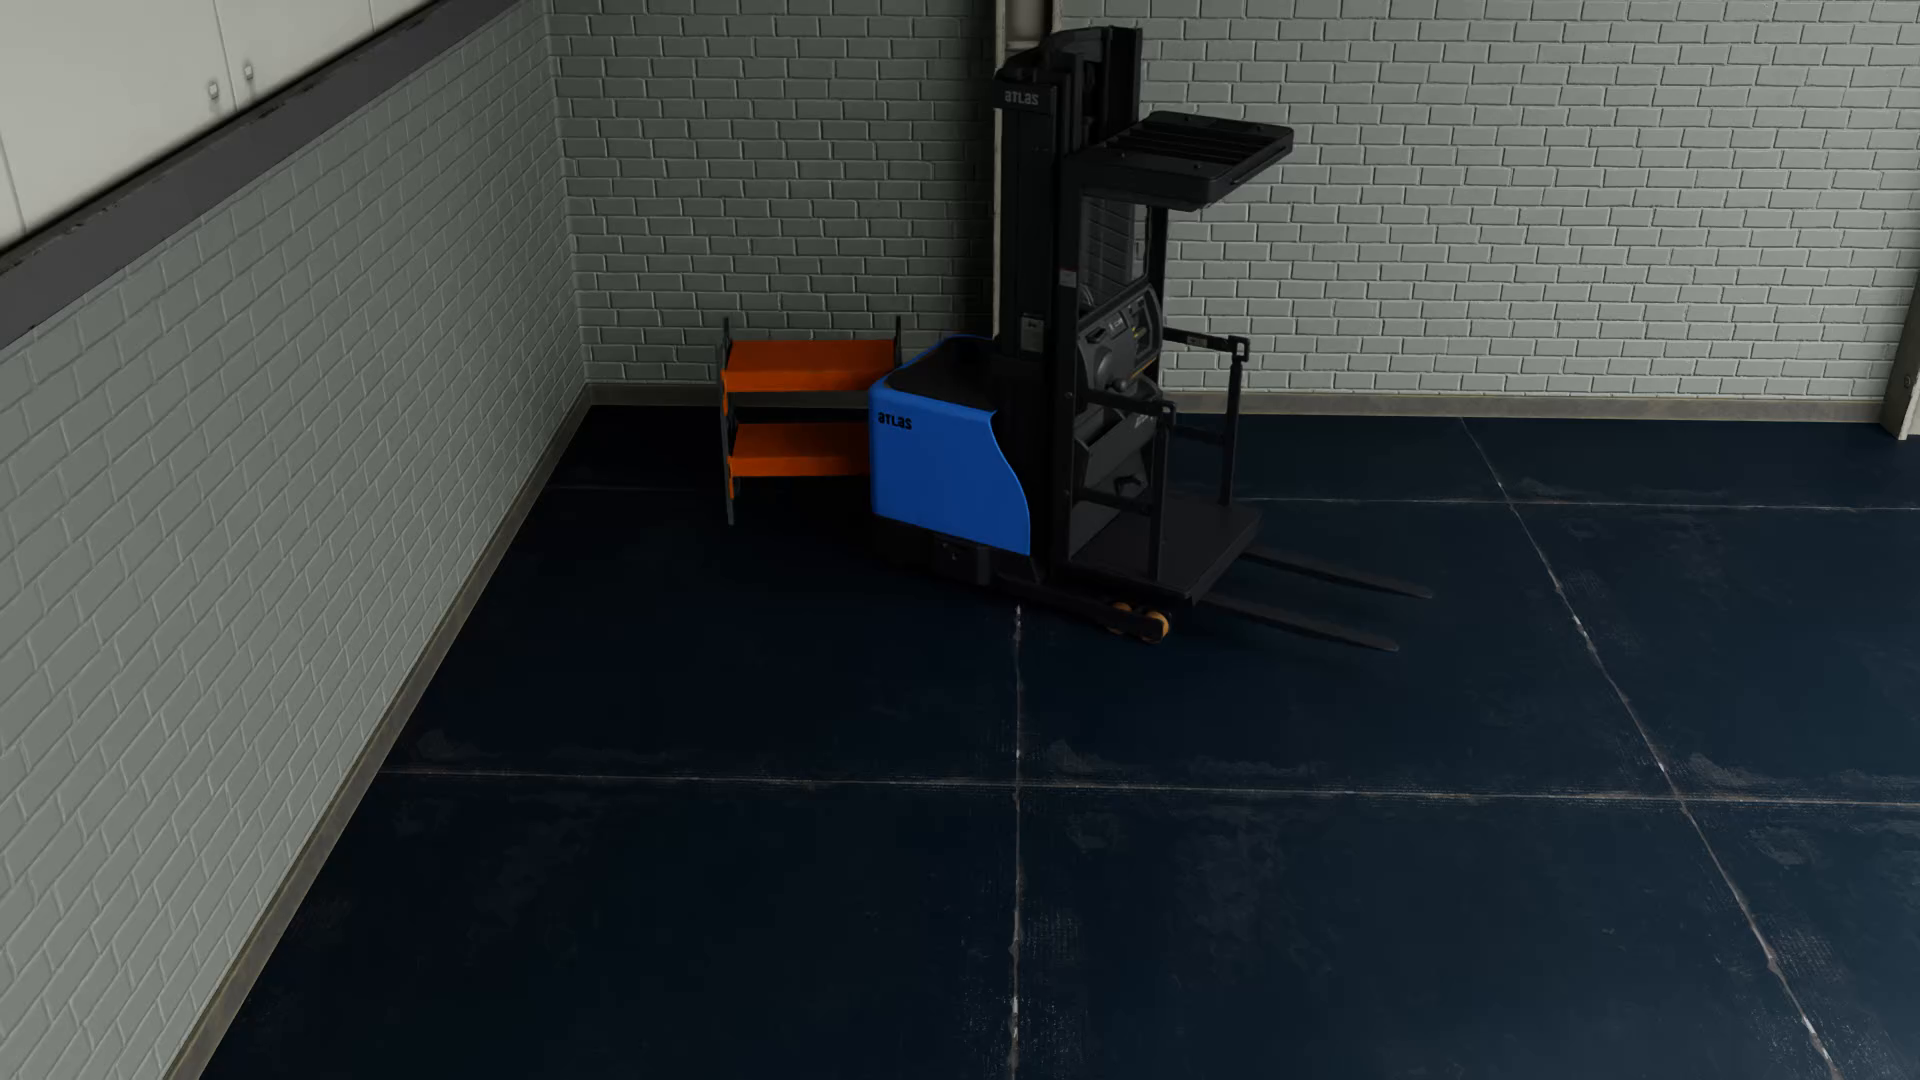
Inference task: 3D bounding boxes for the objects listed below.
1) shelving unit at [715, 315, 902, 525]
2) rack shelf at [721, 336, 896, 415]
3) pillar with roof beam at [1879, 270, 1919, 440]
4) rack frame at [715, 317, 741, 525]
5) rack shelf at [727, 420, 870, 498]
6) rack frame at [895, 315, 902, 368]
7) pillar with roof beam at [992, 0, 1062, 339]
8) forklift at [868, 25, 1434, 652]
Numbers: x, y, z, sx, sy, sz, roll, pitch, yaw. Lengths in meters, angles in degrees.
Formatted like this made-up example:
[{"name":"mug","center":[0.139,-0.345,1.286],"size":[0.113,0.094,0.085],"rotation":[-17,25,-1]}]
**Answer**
[{"name":"shelving unit","center":[-0.868,-0.711,9.891],"size":[1.048,1.125,0.538],"rotation":[-1,28,-1]},{"name":"rack shelf","center":[-0.868,-0.970,9.754],"size":[1.000,0.278,0.538],"rotation":[-1,28,-1]},{"name":"pillar with roof beam","center":[6.258,-2.695,5.225],"size":[0.400,9.000,9.100],"rotation":[1,28,2]},{"name":"rack frame","center":[-1.376,-0.705,9.879],"size":[0.032,1.125,0.500],"rotation":[-1,28,-1]},{"name":"rack shelf","center":[-0.868,-0.495,10.005],"size":[1.000,0.278,0.538],"rotation":[-1,28,-1]},{"name":"rack frame","center":[-0.359,-0.718,9.903],"size":[0.032,1.125,0.500],"rotation":[-1,28,-1]},{"name":"pillar with roof beam","center":[0.261,-2.794,5.413],"size":[0.400,9.000,9.100],"rotation":[1,28,2]},{"name":"forklift","center":[1.016,-1.037,8.576],"size":[3.031,2.935,1.130],"rotation":[15,31,26]}]
